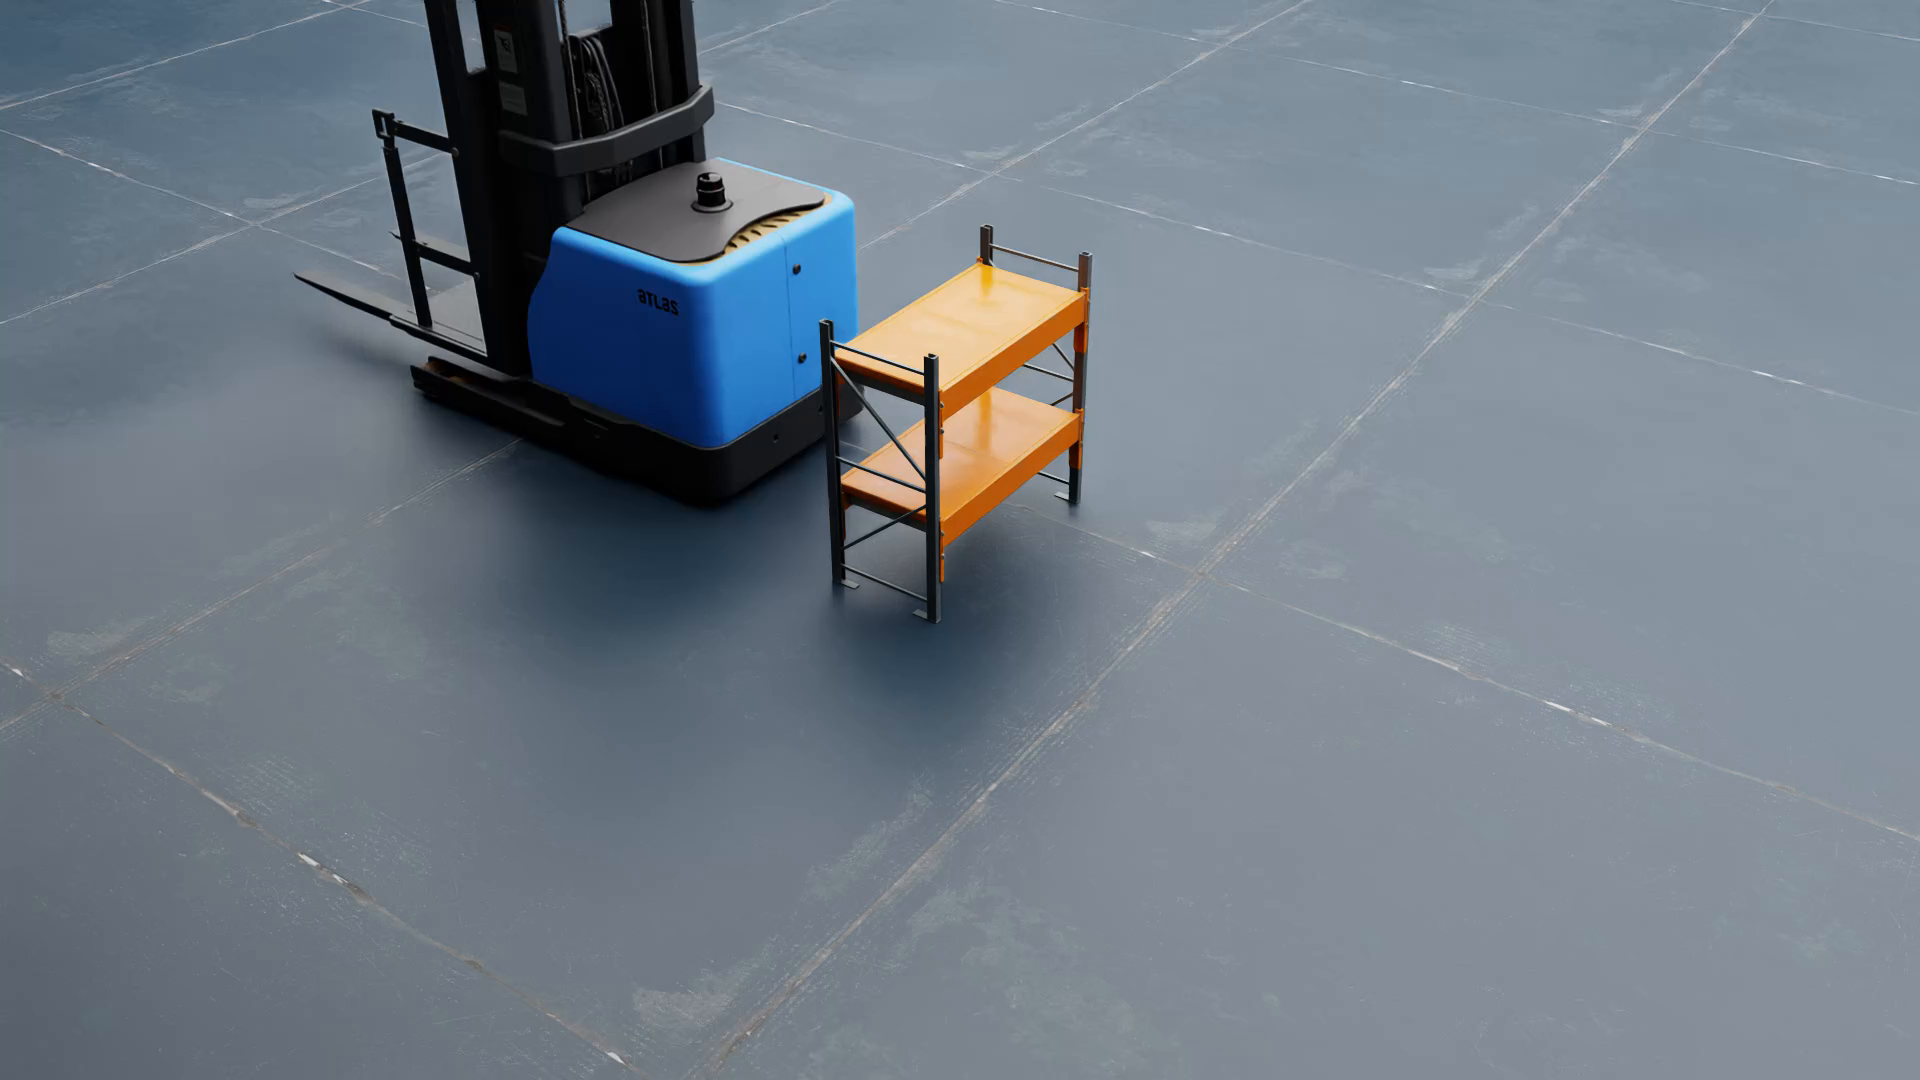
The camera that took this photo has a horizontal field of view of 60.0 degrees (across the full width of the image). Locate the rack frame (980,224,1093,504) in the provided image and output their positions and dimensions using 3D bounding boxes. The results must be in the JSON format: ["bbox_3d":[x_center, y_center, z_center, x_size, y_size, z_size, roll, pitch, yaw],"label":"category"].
[{"bbox_3d":[0.294,-0.703,6.785,0.500,1.125,0.032,21,39,28],"label":"rack frame"}]

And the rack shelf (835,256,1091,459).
[{"bbox_3d":[0.004,-0.712,6.276,0.538,0.278,1.000,21,39,28],"label":"rack shelf"}]

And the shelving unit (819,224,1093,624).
[{"bbox_3d":[0.004,-0.469,6.439,0.538,1.125,1.048,21,39,28],"label":"shelving unit"}]

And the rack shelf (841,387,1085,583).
[{"bbox_3d":[0.004,-0.267,6.576,0.538,0.278,1.000,21,39,28],"label":"rack shelf"}]

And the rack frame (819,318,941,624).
[{"bbox_3d":[-0.286,-0.235,6.094,0.500,1.125,0.032,21,39,28],"label":"rack frame"}]

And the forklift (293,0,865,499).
[{"bbox_3d":[-1.923,-2.032,7.138,3.031,2.935,1.130,22,40,29],"label":"forklift"}]
